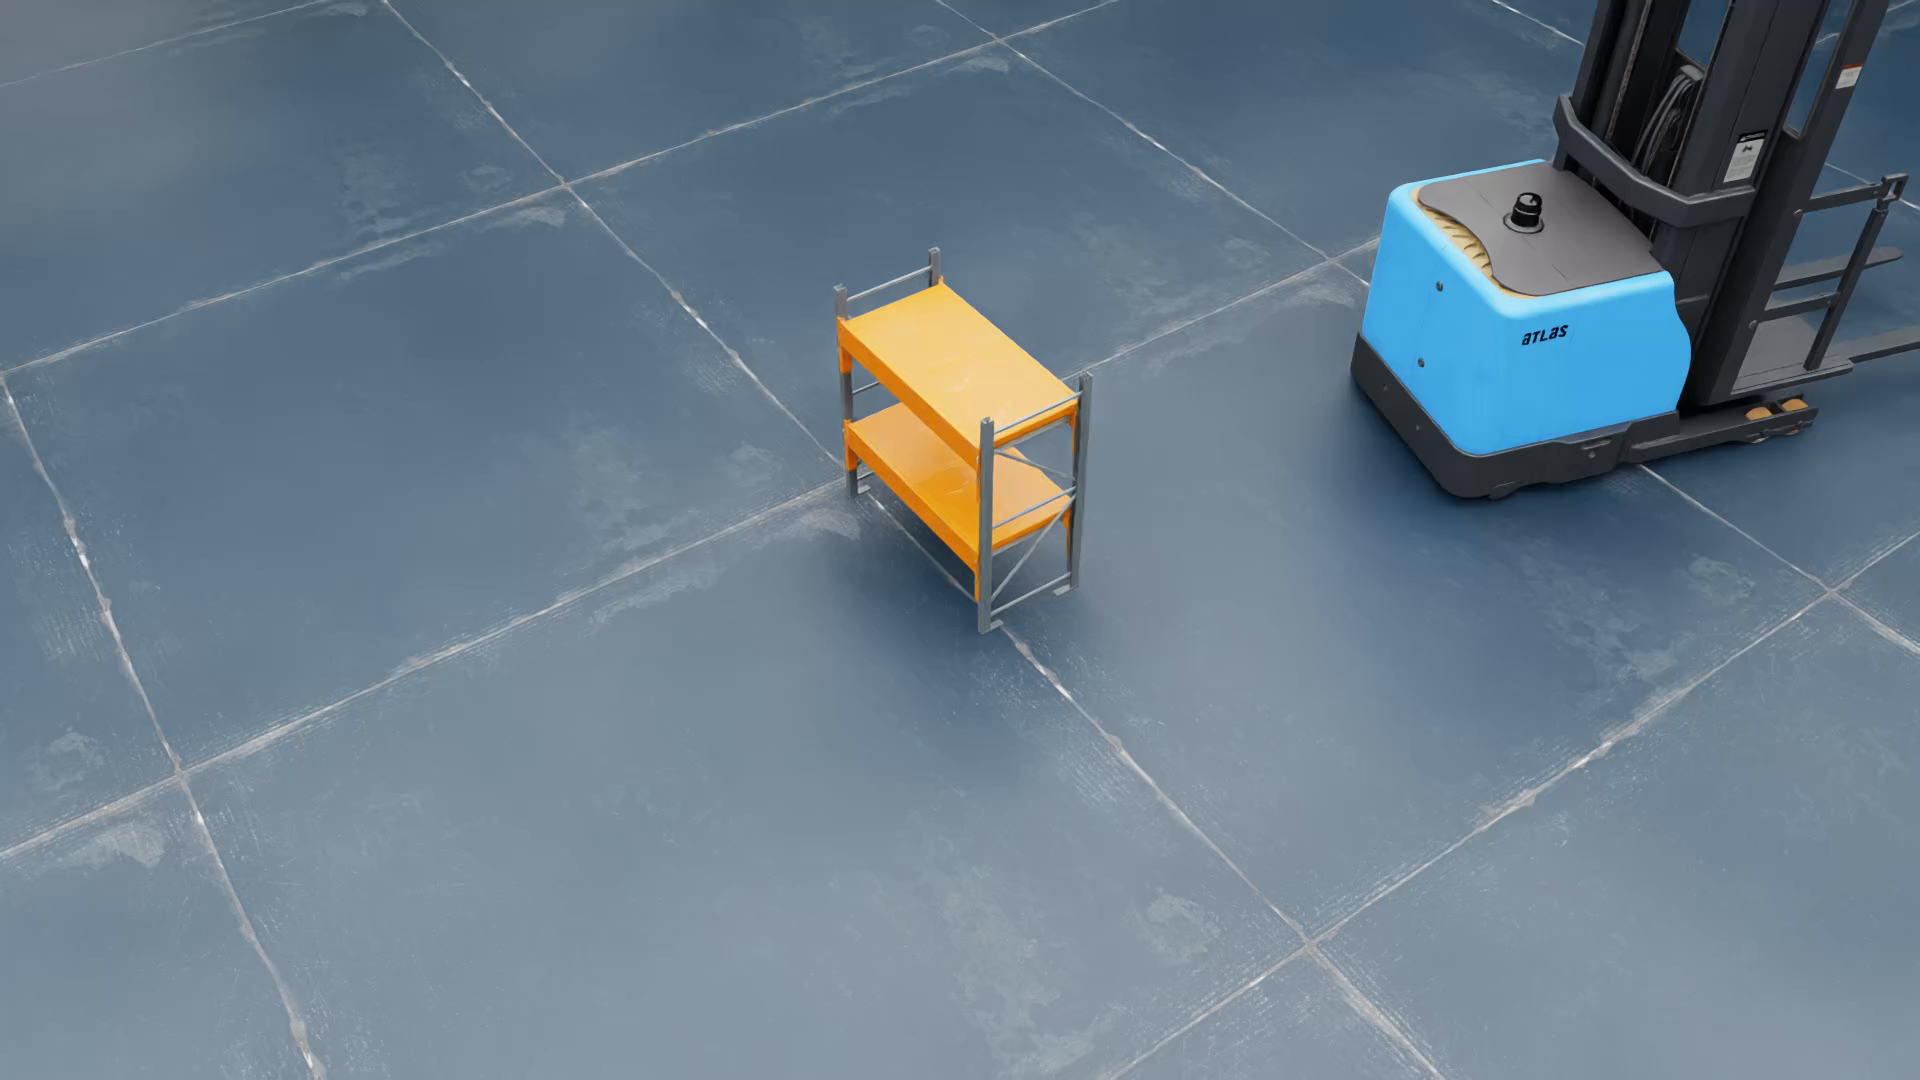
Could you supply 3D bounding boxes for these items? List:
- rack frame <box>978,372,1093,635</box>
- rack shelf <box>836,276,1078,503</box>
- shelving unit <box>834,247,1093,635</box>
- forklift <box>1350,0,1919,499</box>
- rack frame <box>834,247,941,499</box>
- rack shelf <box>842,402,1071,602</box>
[{"bbox_3d":[0.287,-0.123,6.555,0.500,1.125,0.032,-26,49,-24],"label":"rack frame"},{"bbox_3d":[-0.004,-0.622,6.654,0.538,0.278,1.000,-26,49,-24],"label":"rack shelf"},{"bbox_3d":[-0.004,-0.411,6.857,0.538,1.125,1.048,-26,49,-24],"label":"shelving unit"},{"bbox_3d":[3.448,-1.845,7.051,3.031,2.935,1.130,-13,45,-13],"label":"forklift"},{"bbox_3d":[-0.295,-0.699,7.158,0.500,1.125,0.032,-26,49,-24],"label":"rack frame"},{"bbox_3d":[-0.004,-0.234,7.025,0.538,0.278,1.000,-26,49,-24],"label":"rack shelf"}]
